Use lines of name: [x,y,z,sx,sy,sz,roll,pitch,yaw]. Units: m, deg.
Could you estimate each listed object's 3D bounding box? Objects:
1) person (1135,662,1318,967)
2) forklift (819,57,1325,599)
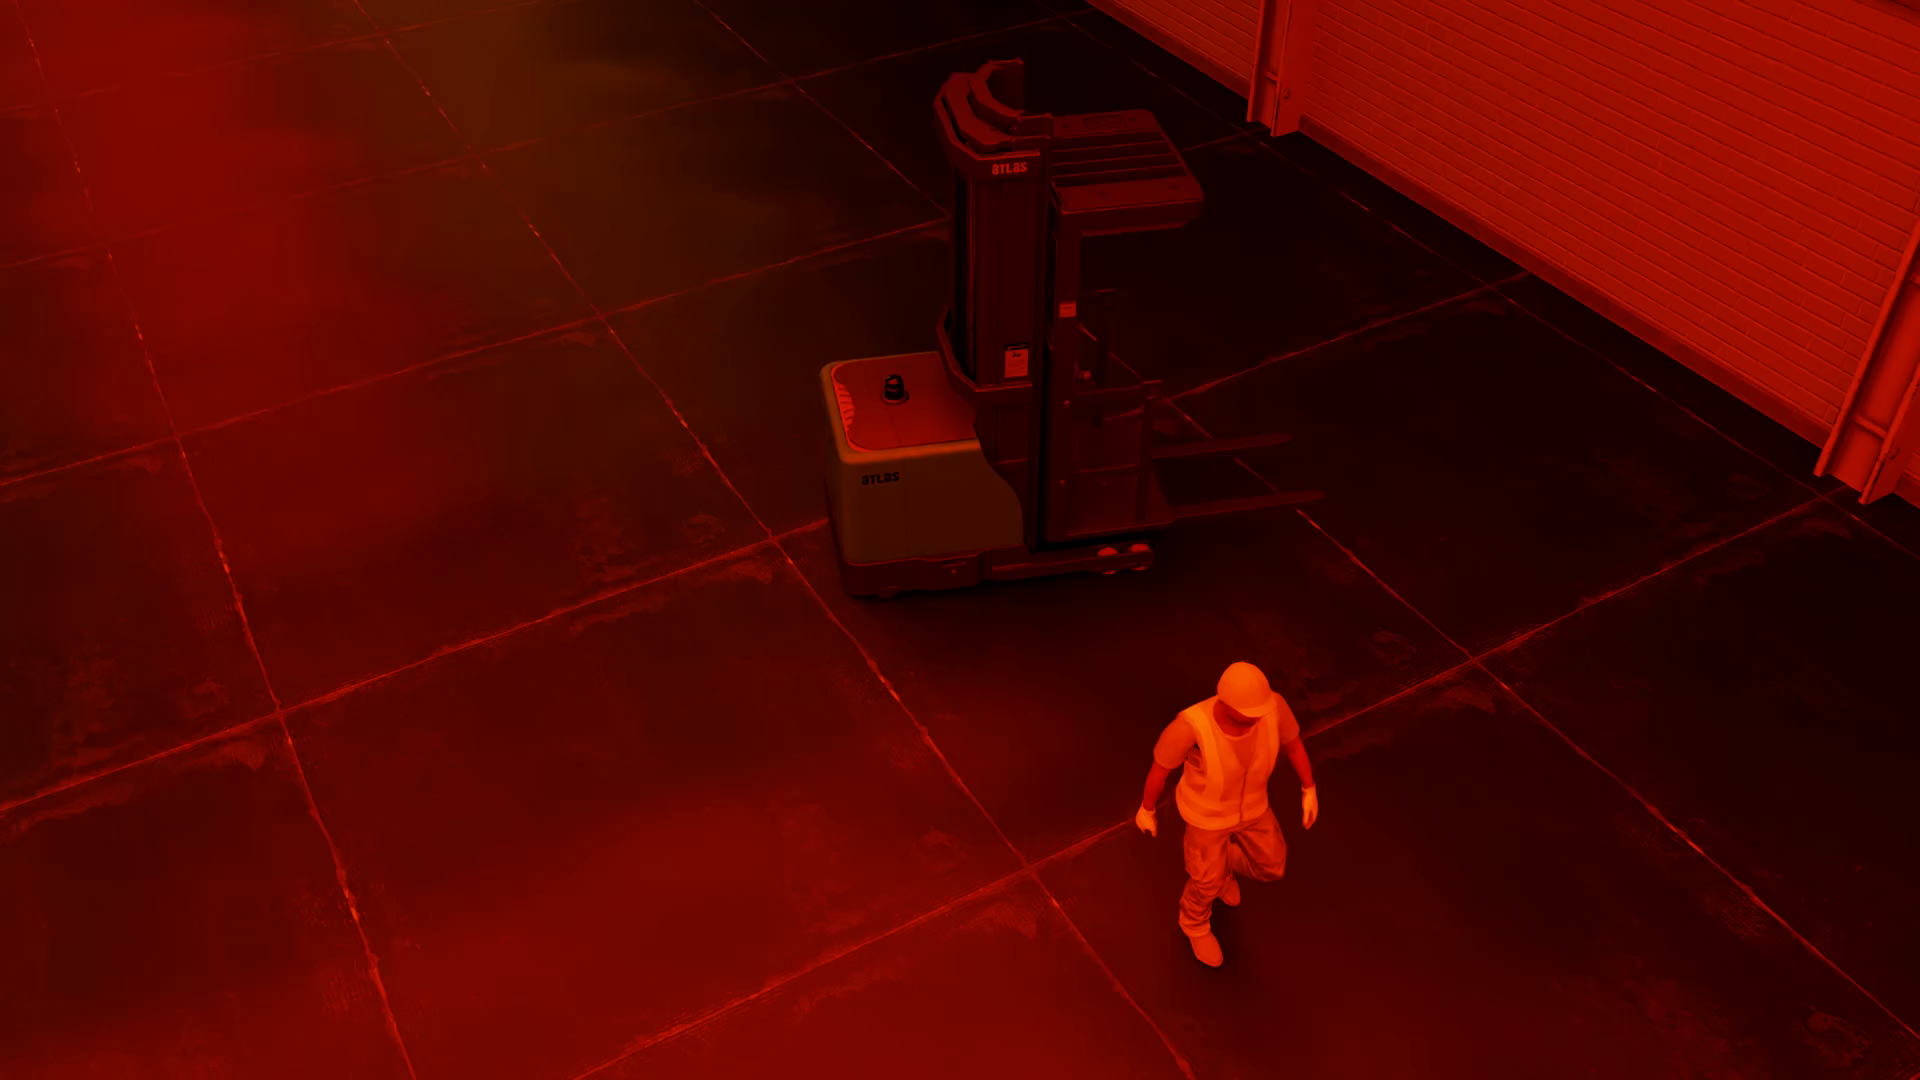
person: [1.198,1.192,7.515,0.767,1.764,0.494,-16,42,-19]
forklift: [0.716,-1.244,9.536,3.031,2.935,1.130,-7,40,-9]
